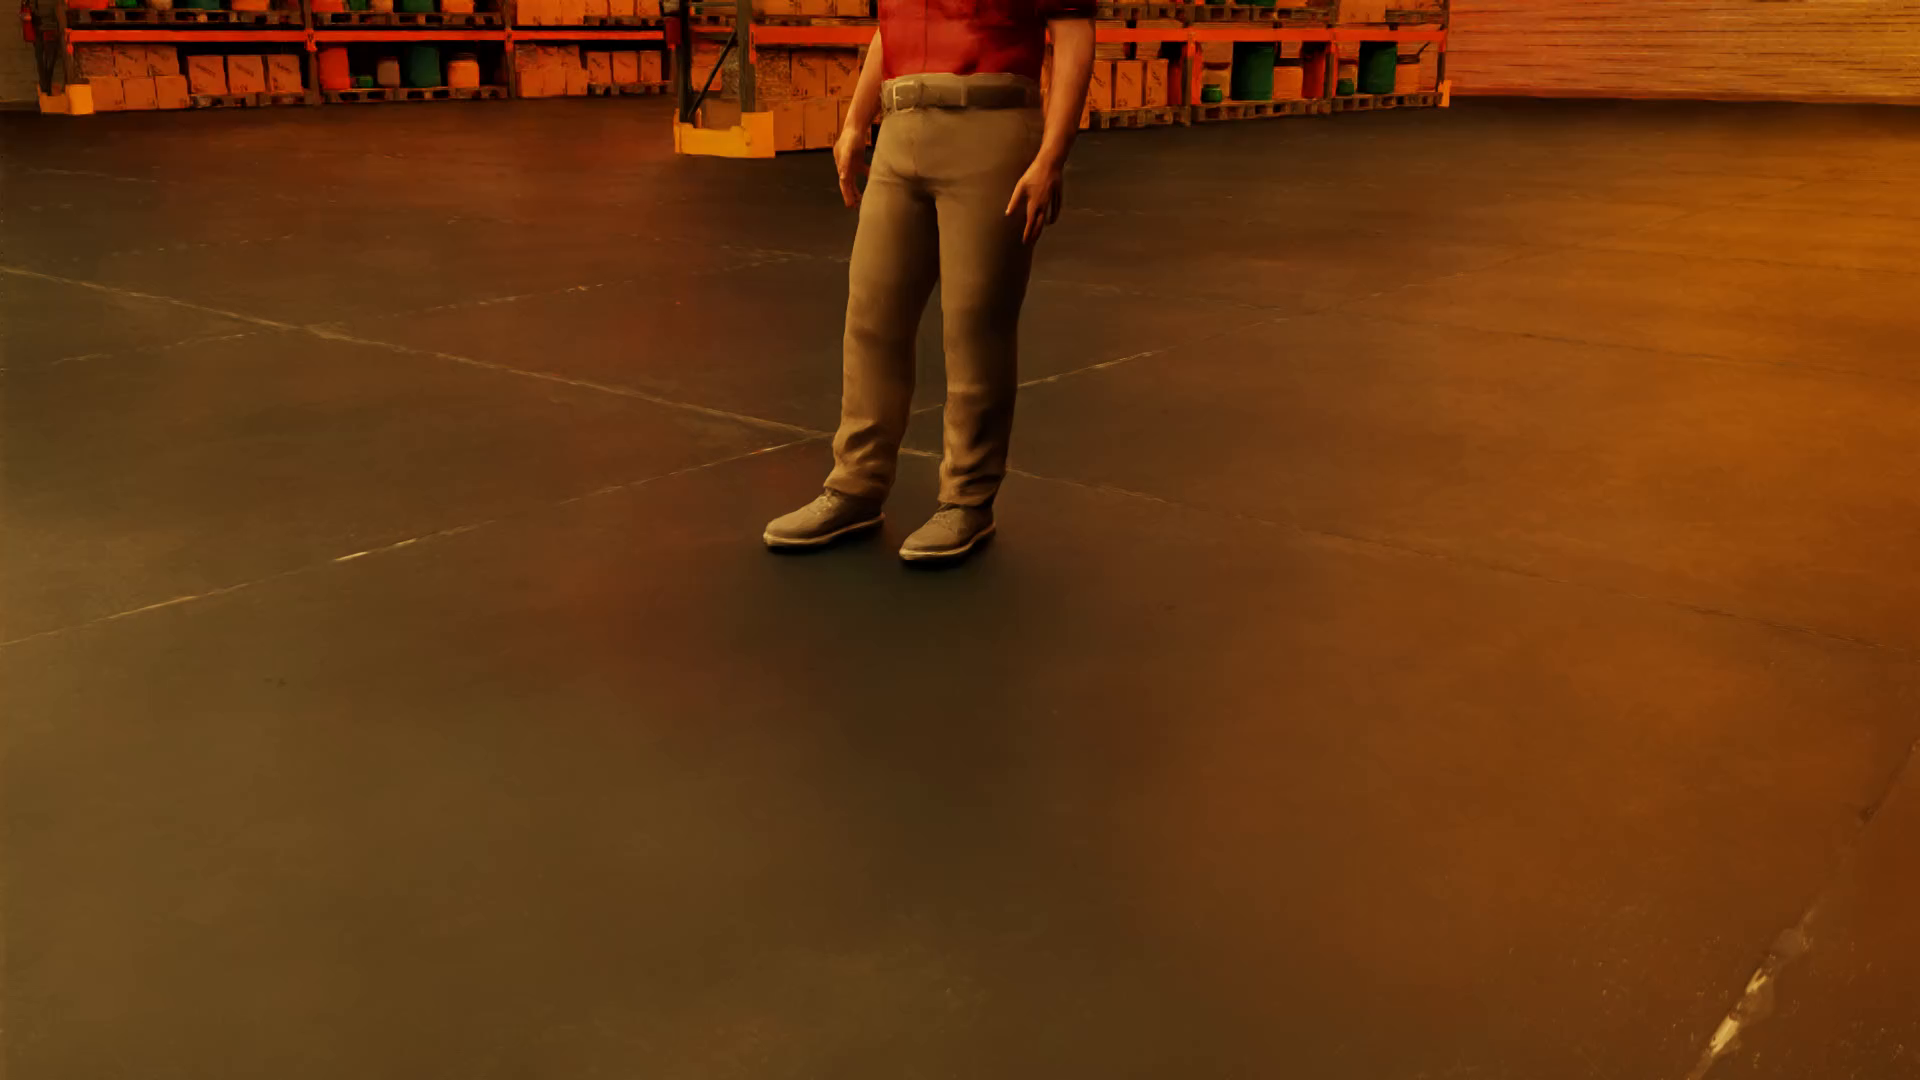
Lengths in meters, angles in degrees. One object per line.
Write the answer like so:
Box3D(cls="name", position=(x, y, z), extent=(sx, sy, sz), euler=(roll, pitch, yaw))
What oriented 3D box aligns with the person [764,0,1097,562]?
Box3D(cls="person", position=(-0.066, -0.816, 3.630), extent=(0.640, 1.726, 0.550), euler=(13, 21, 37))
